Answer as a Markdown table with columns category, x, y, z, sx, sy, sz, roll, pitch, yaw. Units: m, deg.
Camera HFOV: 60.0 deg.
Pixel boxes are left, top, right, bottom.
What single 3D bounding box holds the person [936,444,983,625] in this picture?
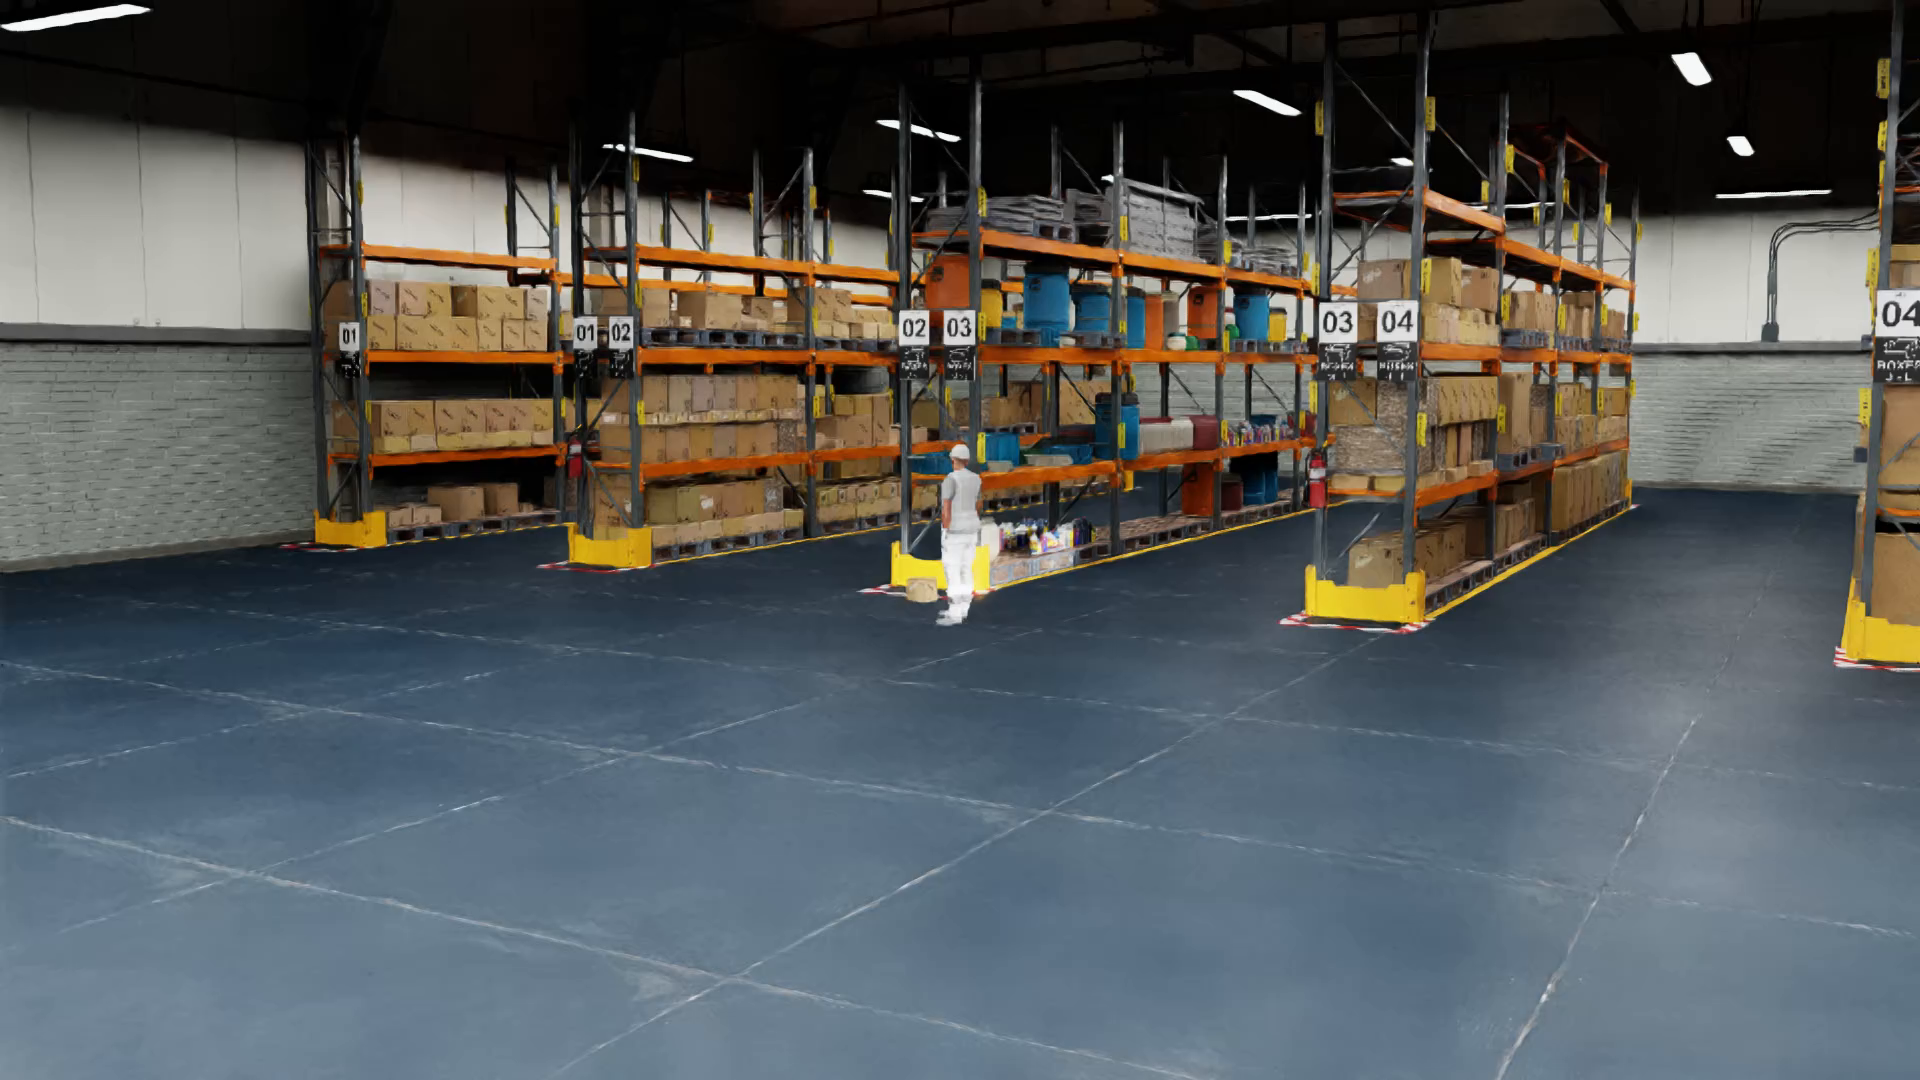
| category | x | y | z | sx | sy | sz | roll | pitch | yaw |
| --- | --- | --- | --- | --- | --- | --- | --- | --- | --- |
| person | -0.046 | -0.067 | 16.617 | 0.570 | 1.780 | 0.649 | 5 | 8 | 40 |
